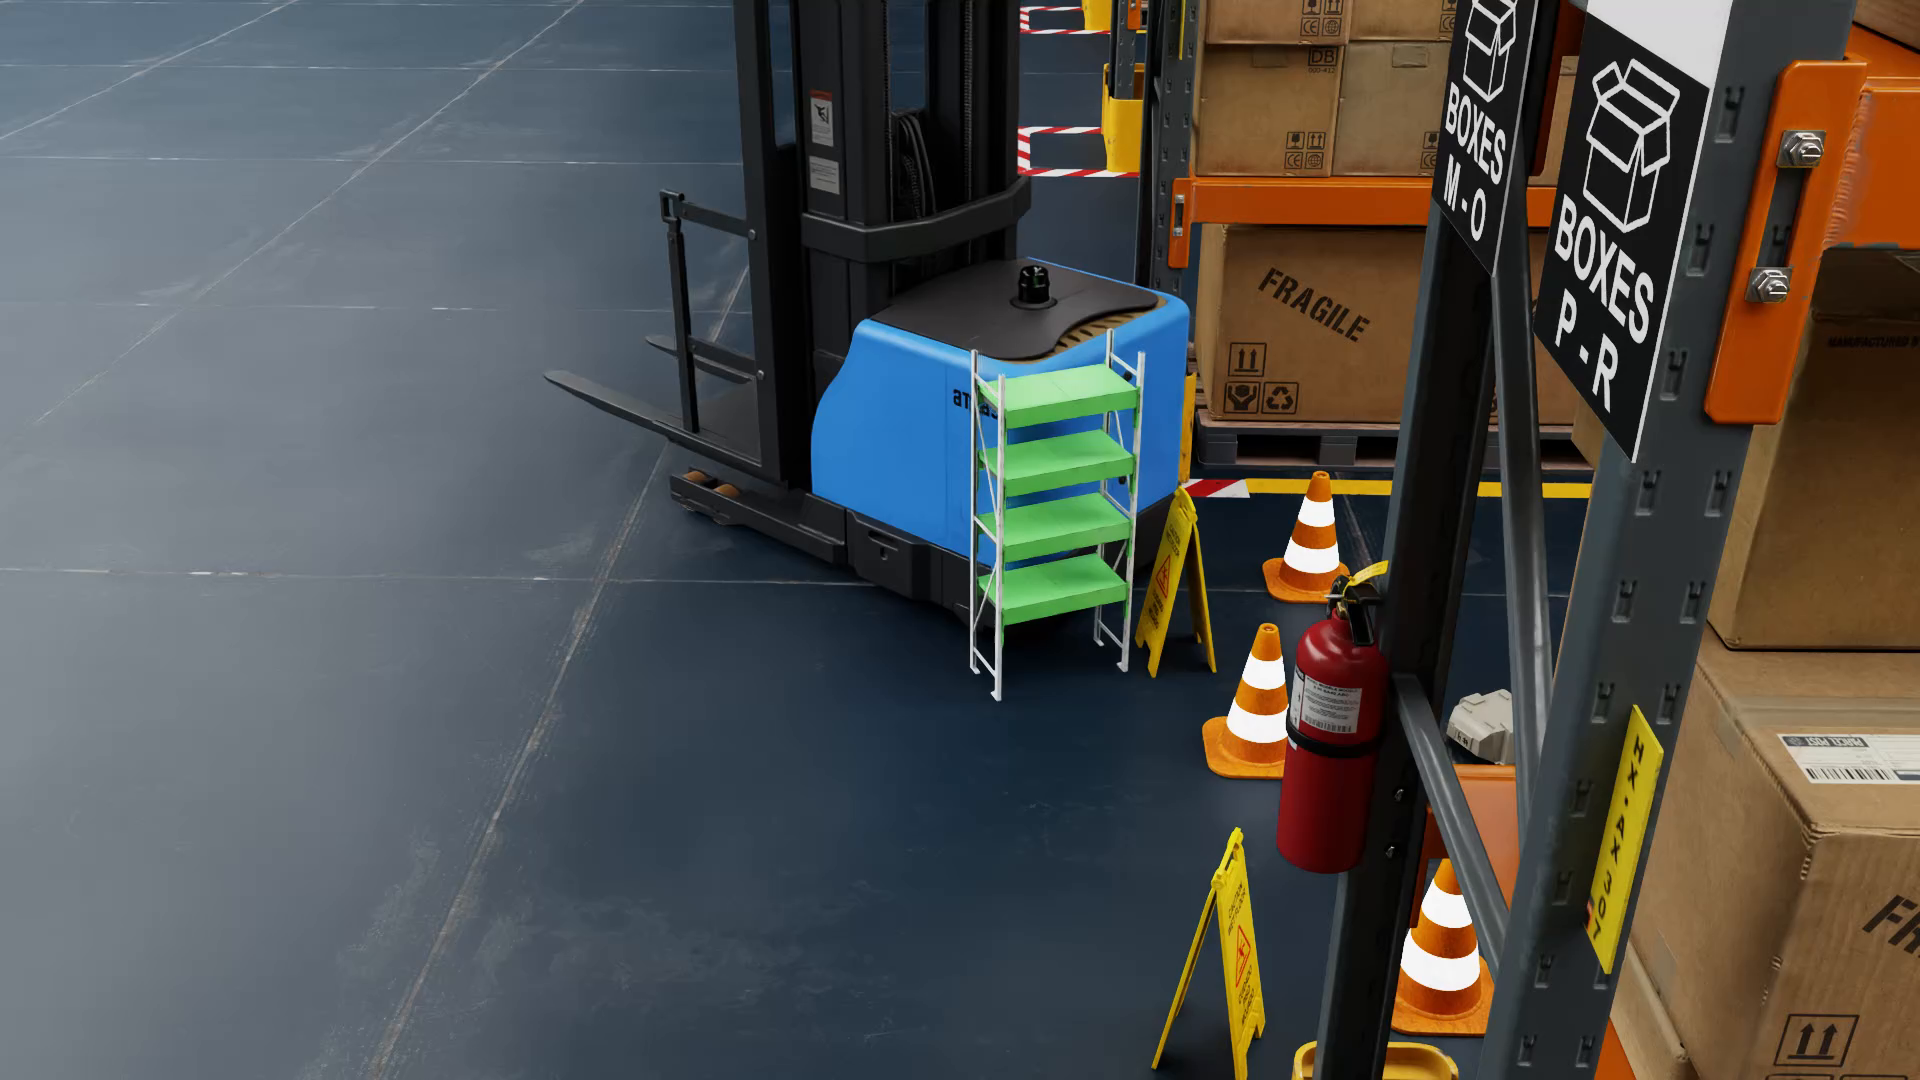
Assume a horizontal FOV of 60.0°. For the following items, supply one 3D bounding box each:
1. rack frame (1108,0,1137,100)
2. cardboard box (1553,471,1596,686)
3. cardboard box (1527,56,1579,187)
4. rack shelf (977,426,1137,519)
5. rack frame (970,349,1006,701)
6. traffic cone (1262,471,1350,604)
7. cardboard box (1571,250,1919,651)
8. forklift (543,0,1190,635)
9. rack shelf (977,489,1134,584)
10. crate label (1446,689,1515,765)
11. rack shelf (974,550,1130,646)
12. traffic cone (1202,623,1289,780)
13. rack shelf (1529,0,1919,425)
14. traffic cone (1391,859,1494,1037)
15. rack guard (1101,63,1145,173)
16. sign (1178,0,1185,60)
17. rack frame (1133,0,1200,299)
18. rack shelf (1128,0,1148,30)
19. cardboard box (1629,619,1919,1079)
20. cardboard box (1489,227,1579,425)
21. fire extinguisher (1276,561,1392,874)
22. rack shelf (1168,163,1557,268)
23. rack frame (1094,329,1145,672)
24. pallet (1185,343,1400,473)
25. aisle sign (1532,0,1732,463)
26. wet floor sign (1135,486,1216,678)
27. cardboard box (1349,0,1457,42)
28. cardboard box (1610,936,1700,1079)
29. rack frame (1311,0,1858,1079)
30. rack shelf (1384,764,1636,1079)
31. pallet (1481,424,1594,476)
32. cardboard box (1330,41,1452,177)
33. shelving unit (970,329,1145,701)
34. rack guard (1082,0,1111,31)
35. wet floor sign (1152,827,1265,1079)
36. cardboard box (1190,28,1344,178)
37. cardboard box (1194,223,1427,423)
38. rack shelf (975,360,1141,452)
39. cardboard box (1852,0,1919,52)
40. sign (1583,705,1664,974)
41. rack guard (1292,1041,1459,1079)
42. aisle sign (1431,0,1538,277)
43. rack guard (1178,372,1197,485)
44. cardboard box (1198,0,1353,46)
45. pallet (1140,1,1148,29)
[{"bbox_3d":[1.145,-4.156,11.388,0.127,3.000,1.000,1,28,2],"label":"rack frame"},{"bbox_3d":[1.348,0.187,2.770,0.500,0.500,0.500,0,28,1],"label":"cardboard box"},{"bbox_3d":[2.347,-1.851,6.878,0.550,0.550,0.875,1,28,2],"label":"cardboard box"},{"bbox_3d":[0.314,-0.229,5.524,0.480,0.148,0.258,-11,30,-20],"label":"rack shelf"},{"bbox_3d":[0.089,-0.029,5.525,0.015,1.200,0.240,-11,30,-20],"label":"rack frame"},{"bbox_3d":[1.350,-0.042,6.335,0.334,0.463,0.336,1,28,2],"label":"traffic cone"},{"bbox_3d":[1.314,-0.229,2.487,0.500,0.500,0.700,0,28,1],"label":"cardboard box"},{"bbox_3d":[-0.578,-1.520,6.488,3.031,2.935,1.130,22,35,35],"label":"forklift"},{"bbox_3d":[0.314,-0.017,5.637,0.480,0.148,0.258,-11,30,-20],"label":"rack shelf"},{"bbox_3d":[1.758,0.609,5.454,0.298,0.136,0.250,-14,31,-24],"label":"crate label"},{"bbox_3d":[0.314,0.195,5.749,0.480,0.148,0.258,-11,30,-20],"label":"rack shelf"},{"bbox_3d":[0.970,0.481,5.348,0.334,0.463,0.336,1,28,2],"label":"traffic cone"},{"bbox_3d":[2.794,-0.492,2.041,4.000,0.370,1.077,1,28,2],"label":"rack shelf"},{"bbox_3d":[1.271,1.007,4.357,0.334,0.463,0.336,1,28,2],"label":"traffic cone"},{"bbox_3d":[1.221,-3.050,11.971,0.348,0.500,1.175,1,28,2],"label":"rack guard"},{"bbox_3d":[0.844,-1.994,6.300,0.005,0.325,0.100,1,28,2],"label":"sign"},{"bbox_3d":[0.869,-1.836,7.011,0.127,3.000,1.000,1,28,2],"label":"rack frame"},{"bbox_3d":[3.144,-3.805,11.494,4.000,0.370,1.077,1,28,2],"label":"rack shelf"},{"bbox_3d":[1.259,0.445,2.284,0.500,0.500,0.500,1,28,1],"label":"cardboard box"},{"bbox_3d":[2.429,-1.089,7.422,0.875,0.875,0.875,1,28,1],"label":"cardboard box"},{"bbox_3d":[0.697,0.299,3.066,0.183,0.674,0.296,1,28,2],"label":"fire extinguisher"},{"bbox_3d":[2.868,-1.485,7.117,4.000,0.370,1.077,1,28,2],"label":"rack shelf"},{"bbox_3d":[0.540,-0.117,5.689,0.015,1.200,0.240,-11,30,-20],"label":"rack frame"},{"bbox_3d":[1.671,-0.627,7.708,1.213,0.211,1.003,1,28,2],"label":"pallet"},{"bbox_3d":[0.723,-0.522,1.757,0.004,0.787,0.394,1,28,2],"label":"aisle sign"},{"bbox_3d":[0.770,0.130,5.815,0.232,0.644,0.267,-4,28,-7],"label":"wet floor sign"},{"bbox_3d":[1.792,-2.389,6.742,0.550,0.550,0.875,1,28,2],"label":"cardboard box"},{"bbox_3d":[1.128,0.696,2.503,0.250,0.149,0.380,1,28,2],"label":"cardboard box"},{"bbox_3d":[0.795,0.484,2.634,0.053,2.616,0.949,1,28,2],"label":"rack frame"},{"bbox_3d":[2.794,0.833,2.743,4.000,0.370,1.077,1,28,2],"label":"rack shelf"},{"bbox_3d":[2.887,-0.606,7.668,1.213,0.211,1.003,1,28,2],"label":"pallet"},{"bbox_3d":[1.792,-1.919,7.007,0.550,0.550,0.875,1,28,2],"label":"cardboard box"},{"bbox_3d":[0.314,-0.073,5.607,0.503,1.200,0.258,-11,30,-20],"label":"shelving unit"},{"bbox_3d":[1.398,-5.391,16.386,0.348,0.500,1.175,1,28,2],"label":"rack guard"},{"bbox_3d":[0.643,1.019,4.139,0.232,0.644,0.267,11,30,19],"label":"wet floor sign"},{"bbox_3d":[1.242,-1.917,7.004,0.550,0.550,0.875,1,28,2],"label":"cardboard box"},{"bbox_3d":[1.549,-1.103,7.448,0.875,0.875,0.875,1,28,2],"label":"cardboard box"},{"bbox_3d":[0.314,-0.441,5.412,0.480,0.148,0.258,-11,30,-20],"label":"rack shelf"},{"bbox_3d":[1.116,-0.574,1.696,0.250,0.149,0.380,1,28,2],"label":"cardboard box"},{"bbox_3d":[0.777,0.354,1.955,0.005,0.325,0.100,1,28,2],"label":"sign"},{"bbox_3d":[0.871,1.588,3.220,0.348,0.500,1.175,1,28,2],"label":"rack guard"},{"bbox_3d":[0.744,-0.803,2.286,0.004,0.787,0.394,1,28,2],"label":"aisle sign"},{"bbox_3d":[0.845,-0.732,7.597,0.348,0.500,1.175,1,28,2],"label":"rack guard"},{"bbox_3d":[1.239,-2.355,6.677,0.550,0.550,0.875,1,28,2],"label":"cardboard box"},{"bbox_3d":[2.209,-5.247,16.423,1.213,0.211,1.003,1,28,2],"label":"pallet"}]
